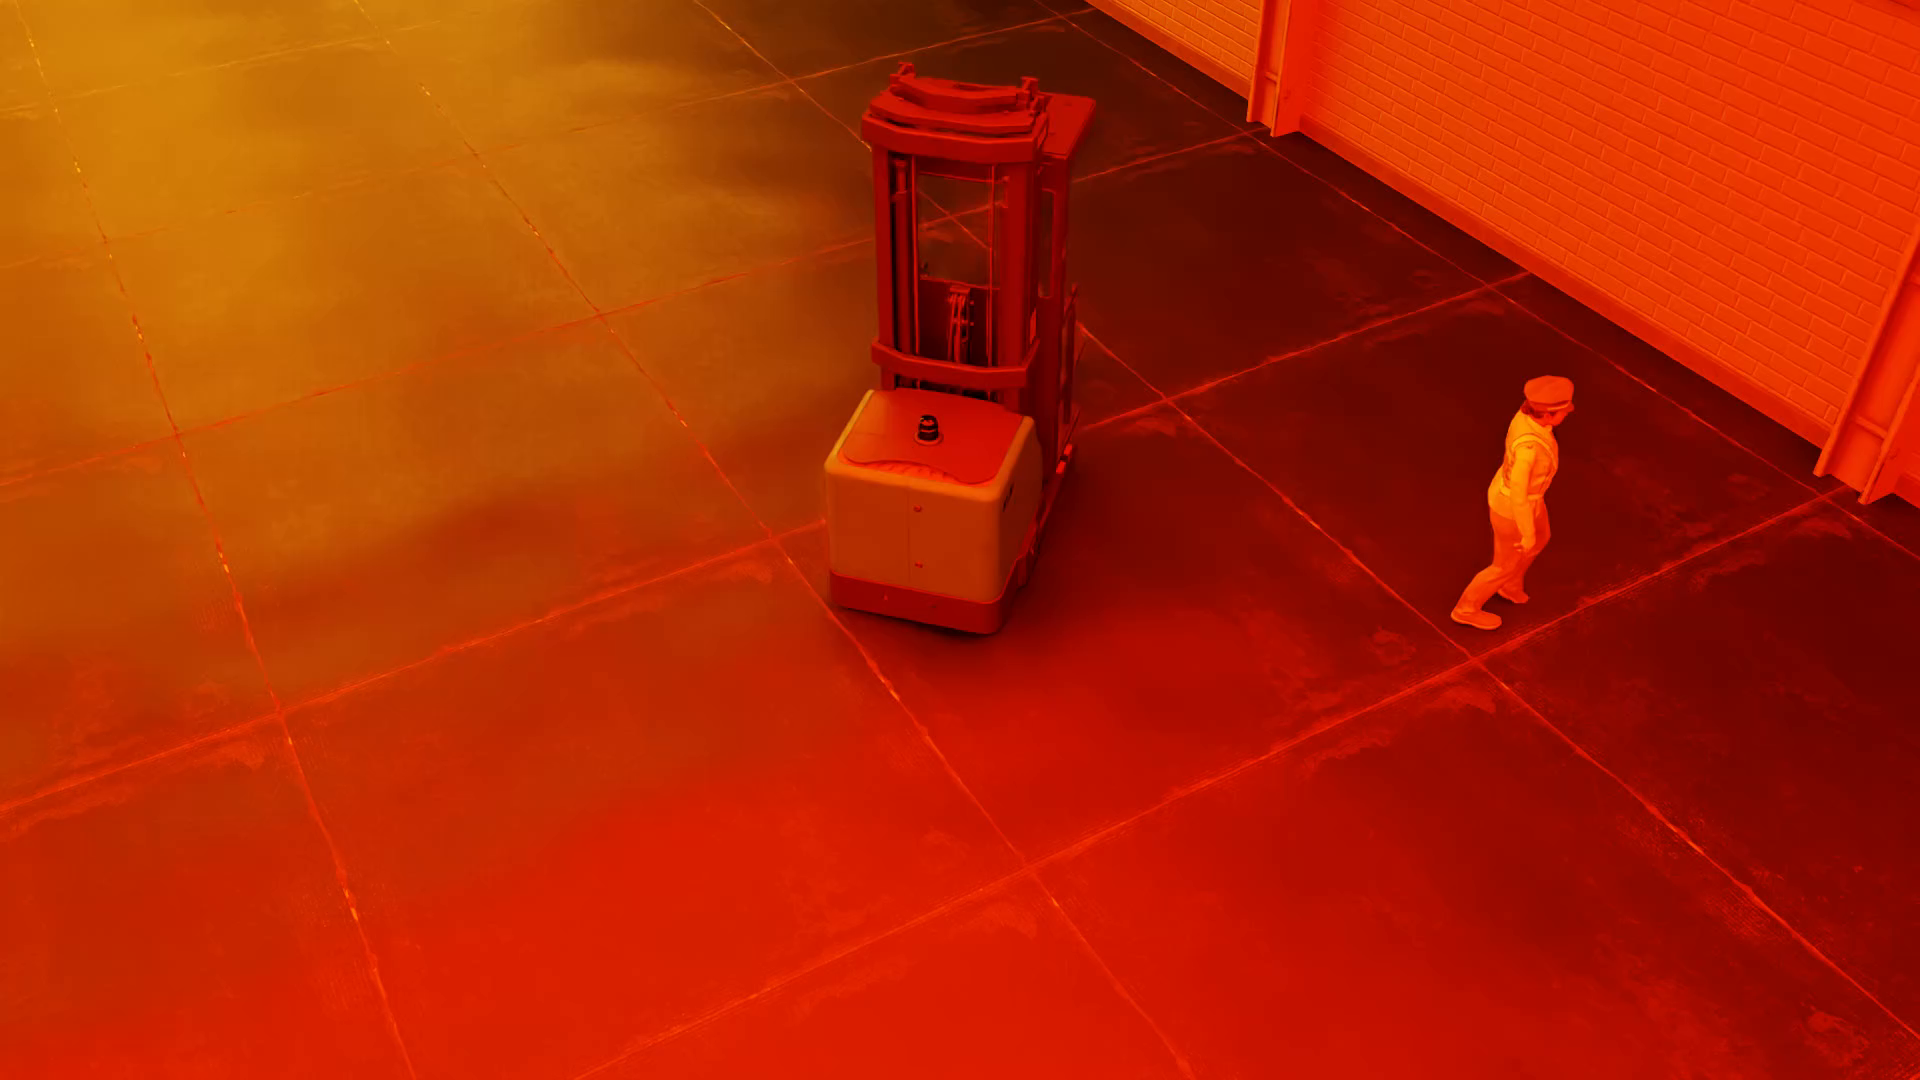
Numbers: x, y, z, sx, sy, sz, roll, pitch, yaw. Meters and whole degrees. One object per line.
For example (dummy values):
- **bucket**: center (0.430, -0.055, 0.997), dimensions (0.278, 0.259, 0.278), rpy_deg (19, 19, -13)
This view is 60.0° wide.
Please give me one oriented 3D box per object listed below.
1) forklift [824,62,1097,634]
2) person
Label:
- **forklift**: center (0.135, -1.535, 9.887), dimensions (1.130, 2.935, 3.031), rpy_deg (11, 41, 12)
- **person**: center (3.134, -0.161, 9.284), dimensions (0.477, 1.716, 0.591), rpy_deg (9, 41, 11)
